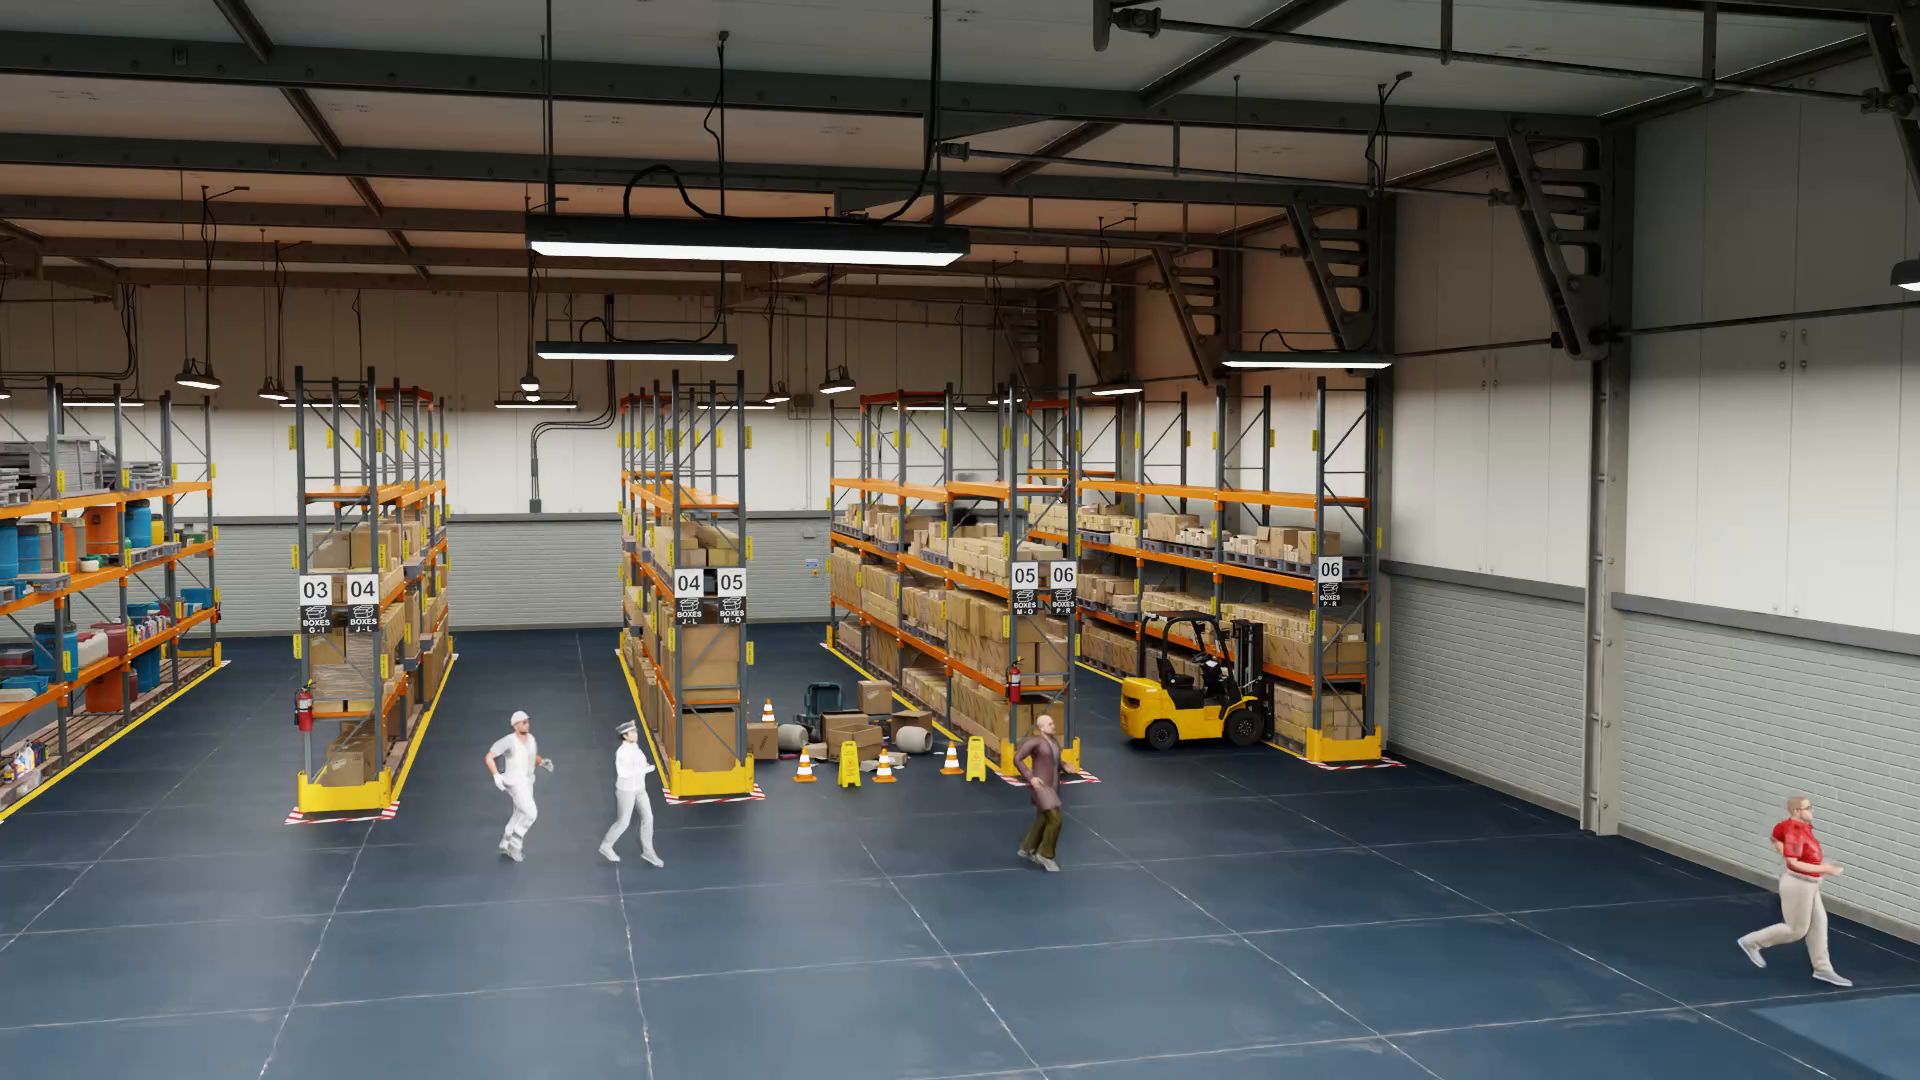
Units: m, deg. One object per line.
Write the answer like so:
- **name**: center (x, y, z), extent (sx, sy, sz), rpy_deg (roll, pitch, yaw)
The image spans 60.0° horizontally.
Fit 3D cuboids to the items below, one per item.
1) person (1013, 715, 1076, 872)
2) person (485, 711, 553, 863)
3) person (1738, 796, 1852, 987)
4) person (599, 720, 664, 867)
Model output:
- **person**: center (0.998, 2.971, 19.475), extent (0.751, 1.847, 0.691), rpy_deg (2, 4, 31)
- **person**: center (-5.216, 2.936, 19.839), extent (0.709, 1.795, 0.646), rpy_deg (1, 4, 21)
- **person**: center (7.729, 3.224, 15.359), extent (0.954, 1.720, 0.664), rpy_deg (2, 4, 30)
- **person**: center (-3.879, 2.971, 19.557), extent (0.785, 1.730, 0.600), rpy_deg (1, 4, 18)
